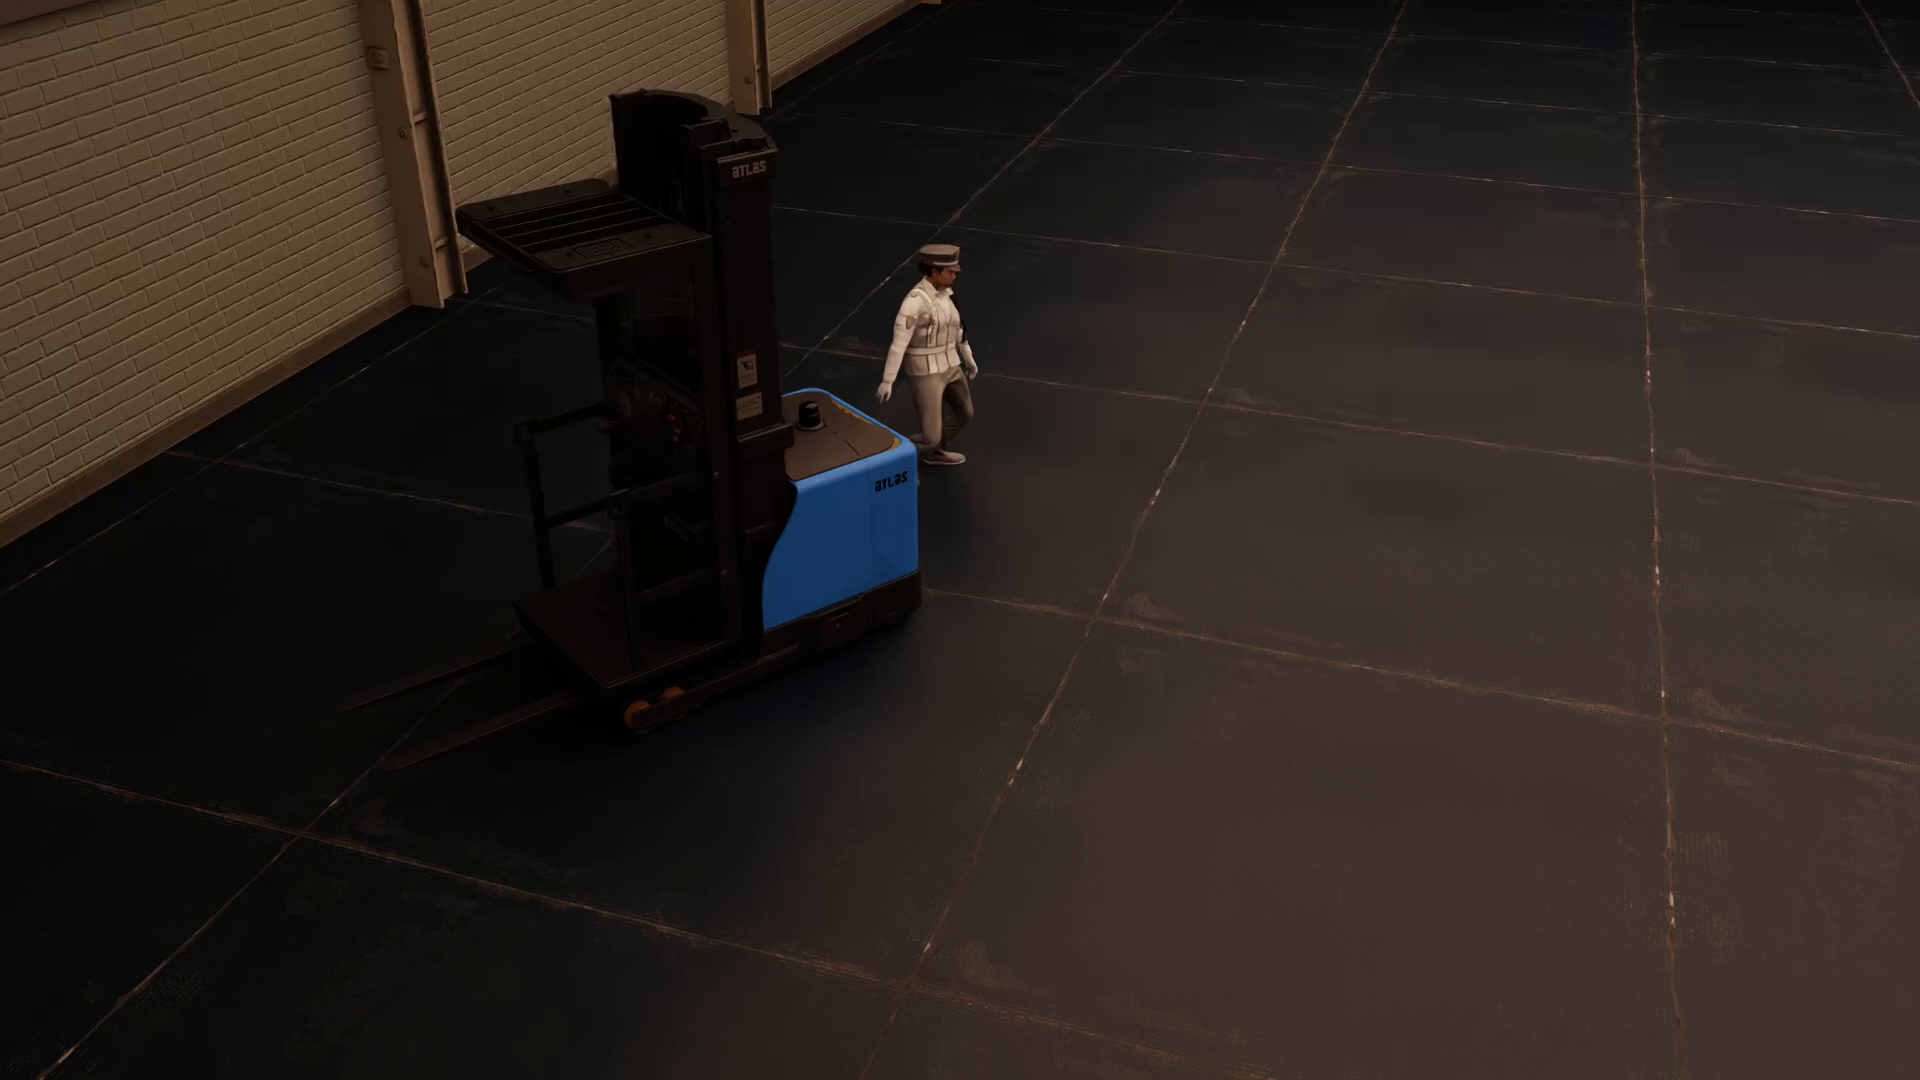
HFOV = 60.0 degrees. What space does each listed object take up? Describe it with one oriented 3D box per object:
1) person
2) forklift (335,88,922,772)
[{"bbox_3d":[-0.203,-1.058,10.372,0.460,1.587,0.817,20,35,31],"label":"person"},{"bbox_3d":[-1.689,-0.592,8.176,3.031,2.935,1.130,-21,36,-32],"label":"forklift"}]
